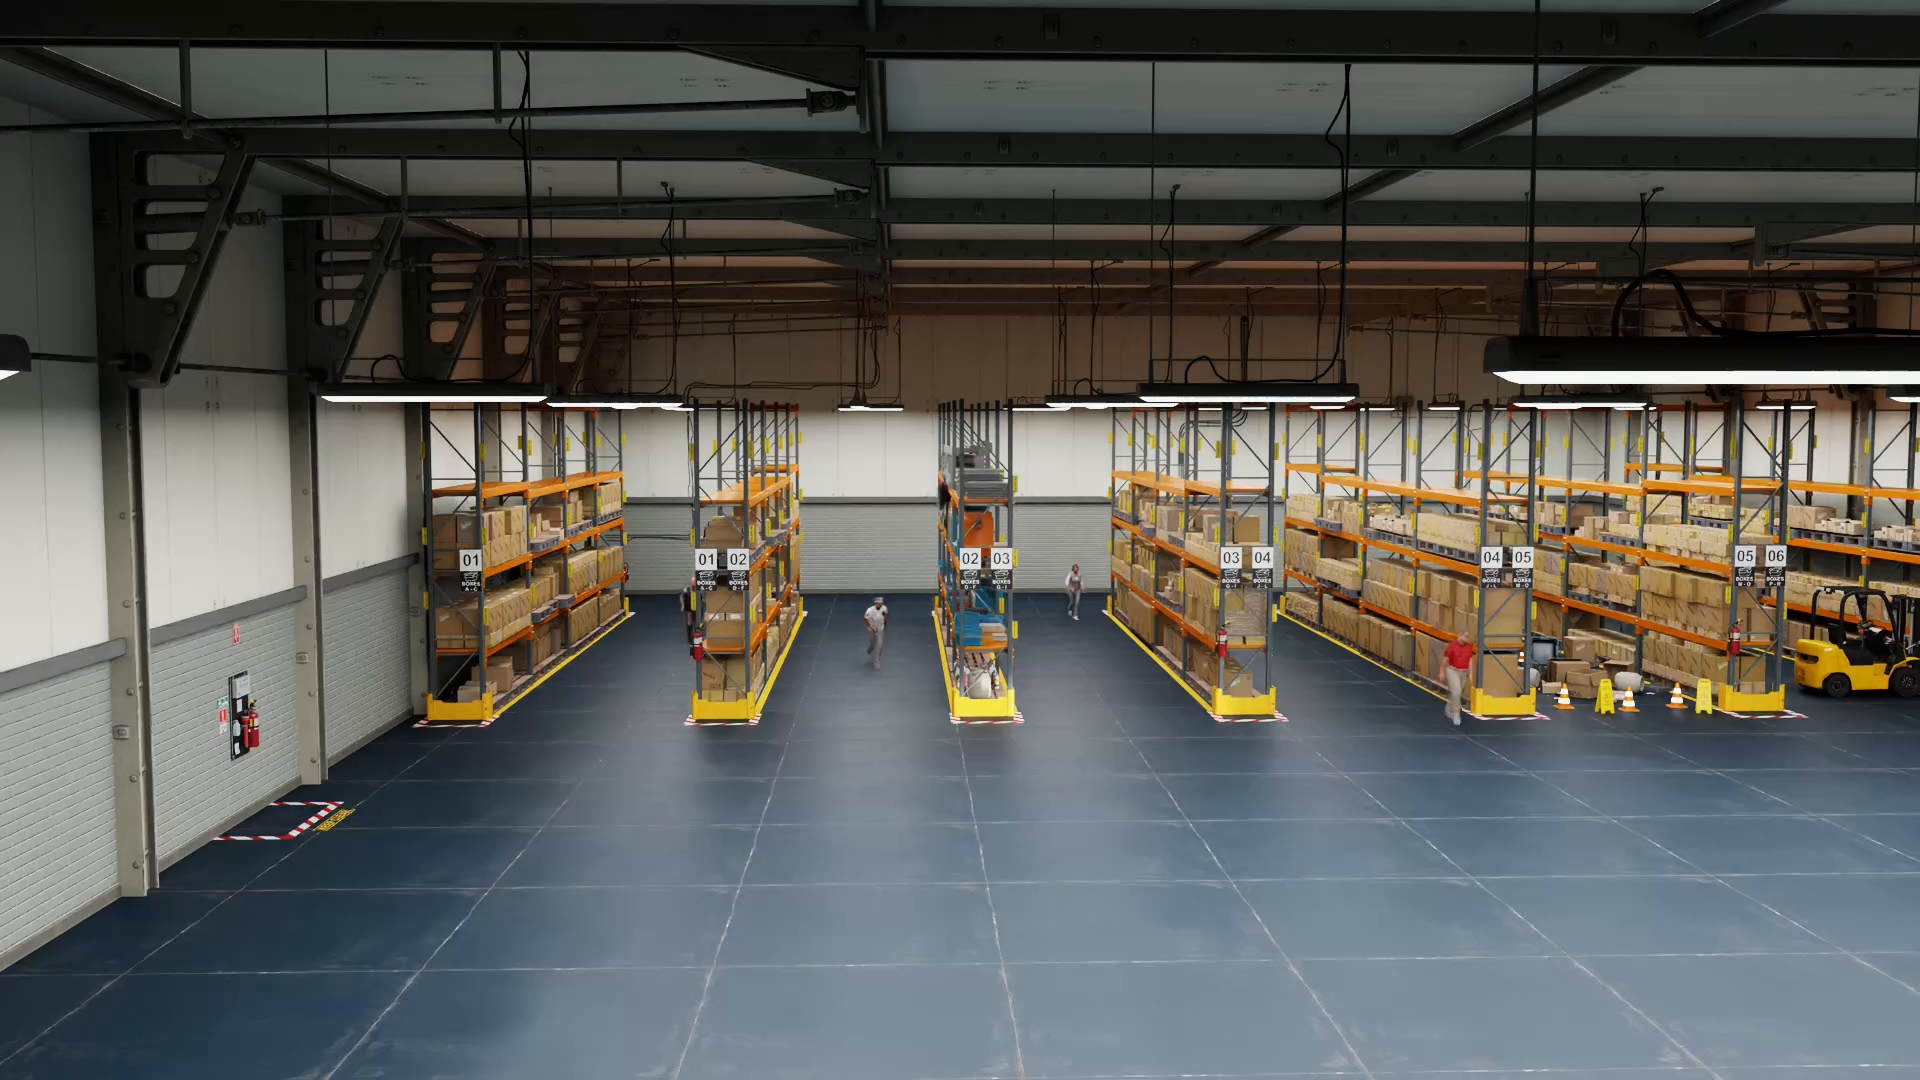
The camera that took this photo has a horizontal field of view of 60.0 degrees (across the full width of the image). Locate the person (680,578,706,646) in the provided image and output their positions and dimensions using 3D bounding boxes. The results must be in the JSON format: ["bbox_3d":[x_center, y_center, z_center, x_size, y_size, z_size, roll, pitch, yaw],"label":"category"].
[{"bbox_3d":[-6.551,1.765,40.799,0.653,1.681,0.638,-1,4,-7],"label":"person"}]

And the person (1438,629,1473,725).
[{"bbox_3d":[9.289,2.517,31.017,0.600,1.721,0.735,-2,5,-23],"label":"person"}]

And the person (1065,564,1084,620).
[{"bbox_3d":[3.170,1.438,46.378,0.544,1.553,0.695,-1,4,-11],"label":"person"}]

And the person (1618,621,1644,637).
[{"bbox_3d":[17.117,1.658,42.140,0.720,1.742,0.936,-1,5,-17],"label":"person"}]

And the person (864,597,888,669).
[{"bbox_3d":[-1.941,2.075,37.795,0.598,1.637,0.960,-2,5,-22],"label":"person"}]
